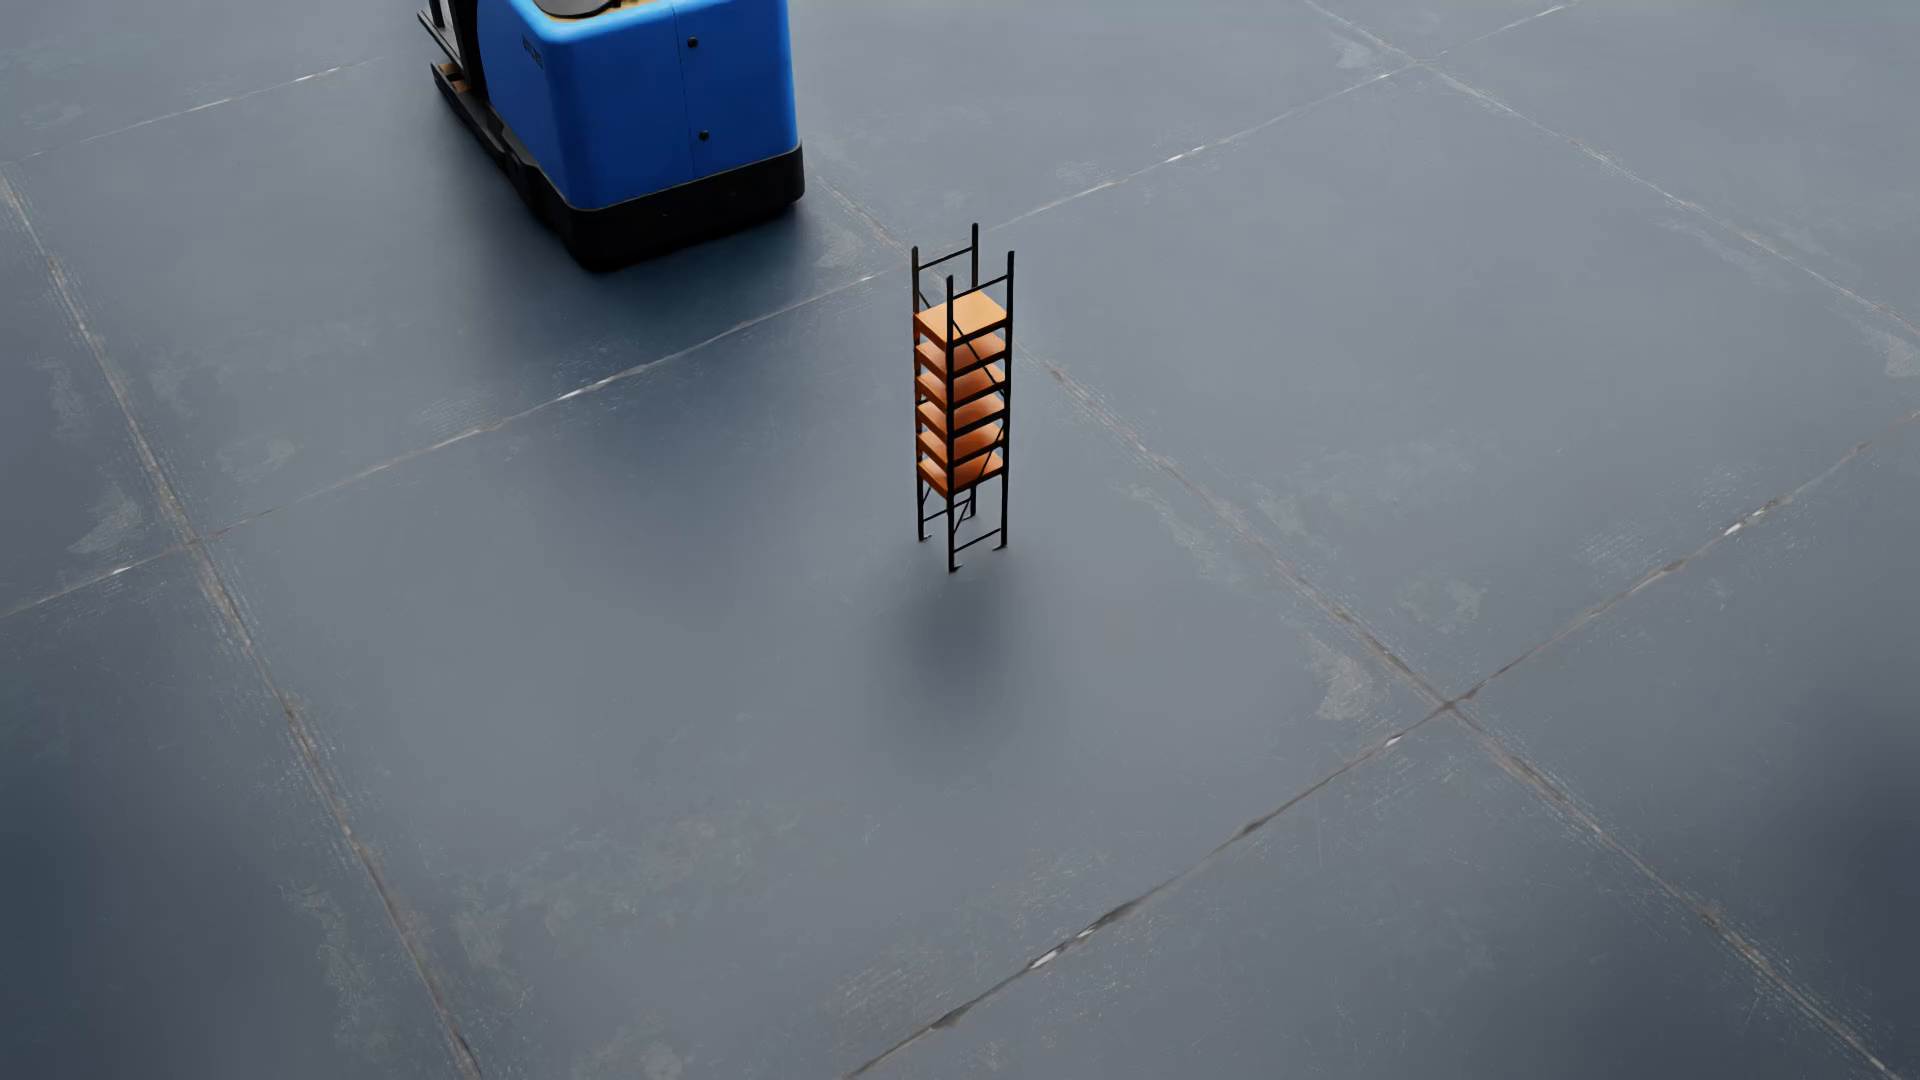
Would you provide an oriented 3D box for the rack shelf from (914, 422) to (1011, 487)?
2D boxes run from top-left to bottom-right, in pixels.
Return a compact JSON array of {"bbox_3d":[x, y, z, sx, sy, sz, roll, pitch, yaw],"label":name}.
[{"bbox_3d":[0.008,-0.307,5.441,0.258,0.103,0.180,-26,49,-24],"label":"rack shelf"}]

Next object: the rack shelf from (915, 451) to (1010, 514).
[{"bbox_3d":[0.008,-0.220,5.524,0.258,0.103,0.180,-26,49,-24],"label":"rack shelf"}]

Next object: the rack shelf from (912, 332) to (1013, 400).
[{"bbox_3d":[0.008,-0.567,5.192,0.258,0.103,0.180,-26,49,-24],"label":"rack shelf"}]

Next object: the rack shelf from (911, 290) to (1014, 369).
[{"bbox_3d":[0.008,-0.654,5.109,0.258,0.103,0.180,-26,49,-24],"label":"rack shelf"}]

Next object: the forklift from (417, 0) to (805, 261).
[{"bbox_3d":[-1.861,-3.213,6.993,1.130,2.935,3.031,-22,48,-22],"label":"forklift"}]

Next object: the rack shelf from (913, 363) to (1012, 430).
[{"bbox_3d":[0.008,-0.480,5.275,0.258,0.103,0.180,-26,49,-24],"label":"rack shelf"}]

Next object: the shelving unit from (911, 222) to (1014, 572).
[{"bbox_3d":[0.008,-0.426,5.327,0.258,1.200,0.189,-26,49,-24],"label":"shelving unit"}]

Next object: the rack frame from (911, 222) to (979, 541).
[{"bbox_3d":[-0.044,-0.478,5.381,0.240,1.200,0.006,-26,49,-24],"label":"rack frame"}]

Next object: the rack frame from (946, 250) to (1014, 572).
[{"bbox_3d":[0.061,-0.374,5.273,0.240,1.200,0.006,-26,49,-24],"label":"rack frame"}]

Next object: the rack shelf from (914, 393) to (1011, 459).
[{"bbox_3d":[0.008,-0.394,5.358,0.258,0.103,0.180,-26,49,-24],"label":"rack shelf"}]
